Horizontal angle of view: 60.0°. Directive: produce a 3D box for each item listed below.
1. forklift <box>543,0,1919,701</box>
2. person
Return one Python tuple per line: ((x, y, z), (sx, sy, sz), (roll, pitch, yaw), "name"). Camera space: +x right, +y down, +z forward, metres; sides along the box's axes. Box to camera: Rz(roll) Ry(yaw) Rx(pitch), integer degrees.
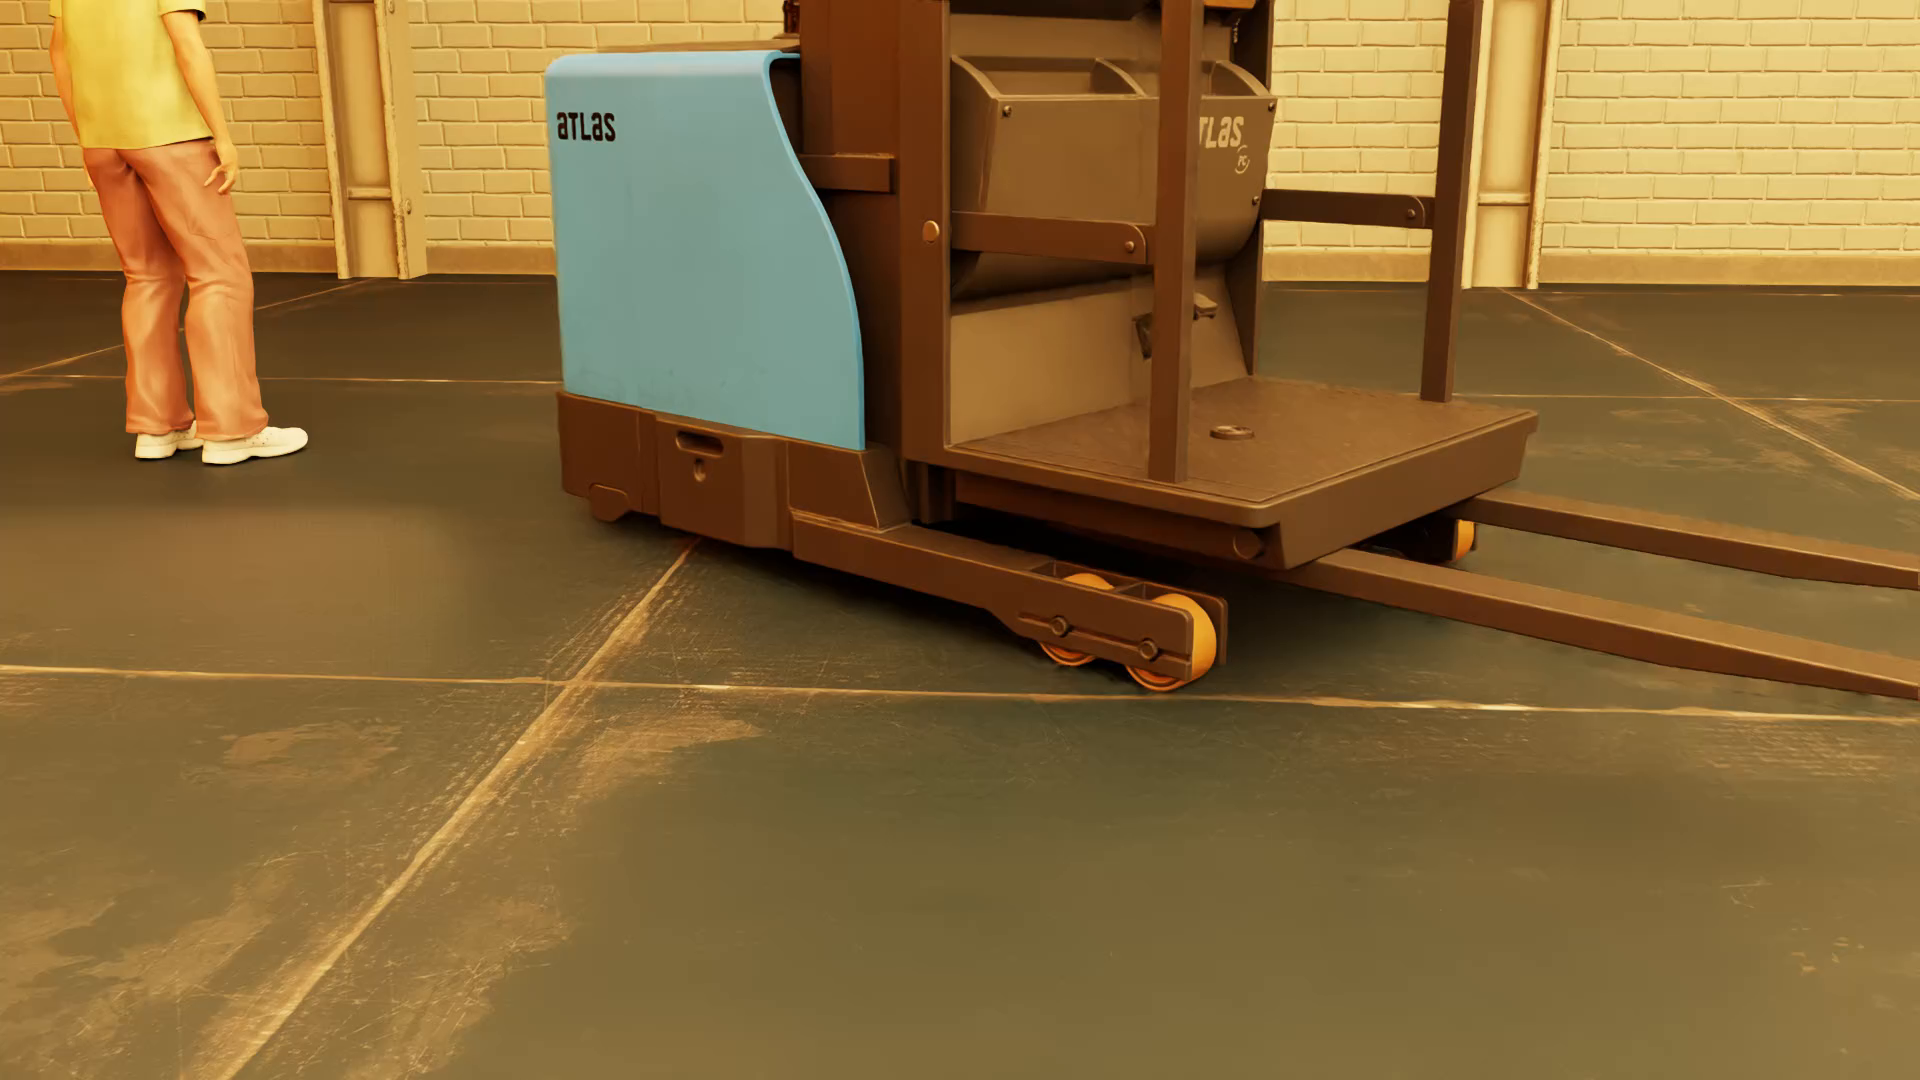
((0.480, -1.309, 3.042), (3.031, 2.935, 1.130), (13, 20, 40), "forklift")
((-2.154, -1.048, 4.484), (0.512, 1.671, 0.359), (5, 16, 18), "person")
